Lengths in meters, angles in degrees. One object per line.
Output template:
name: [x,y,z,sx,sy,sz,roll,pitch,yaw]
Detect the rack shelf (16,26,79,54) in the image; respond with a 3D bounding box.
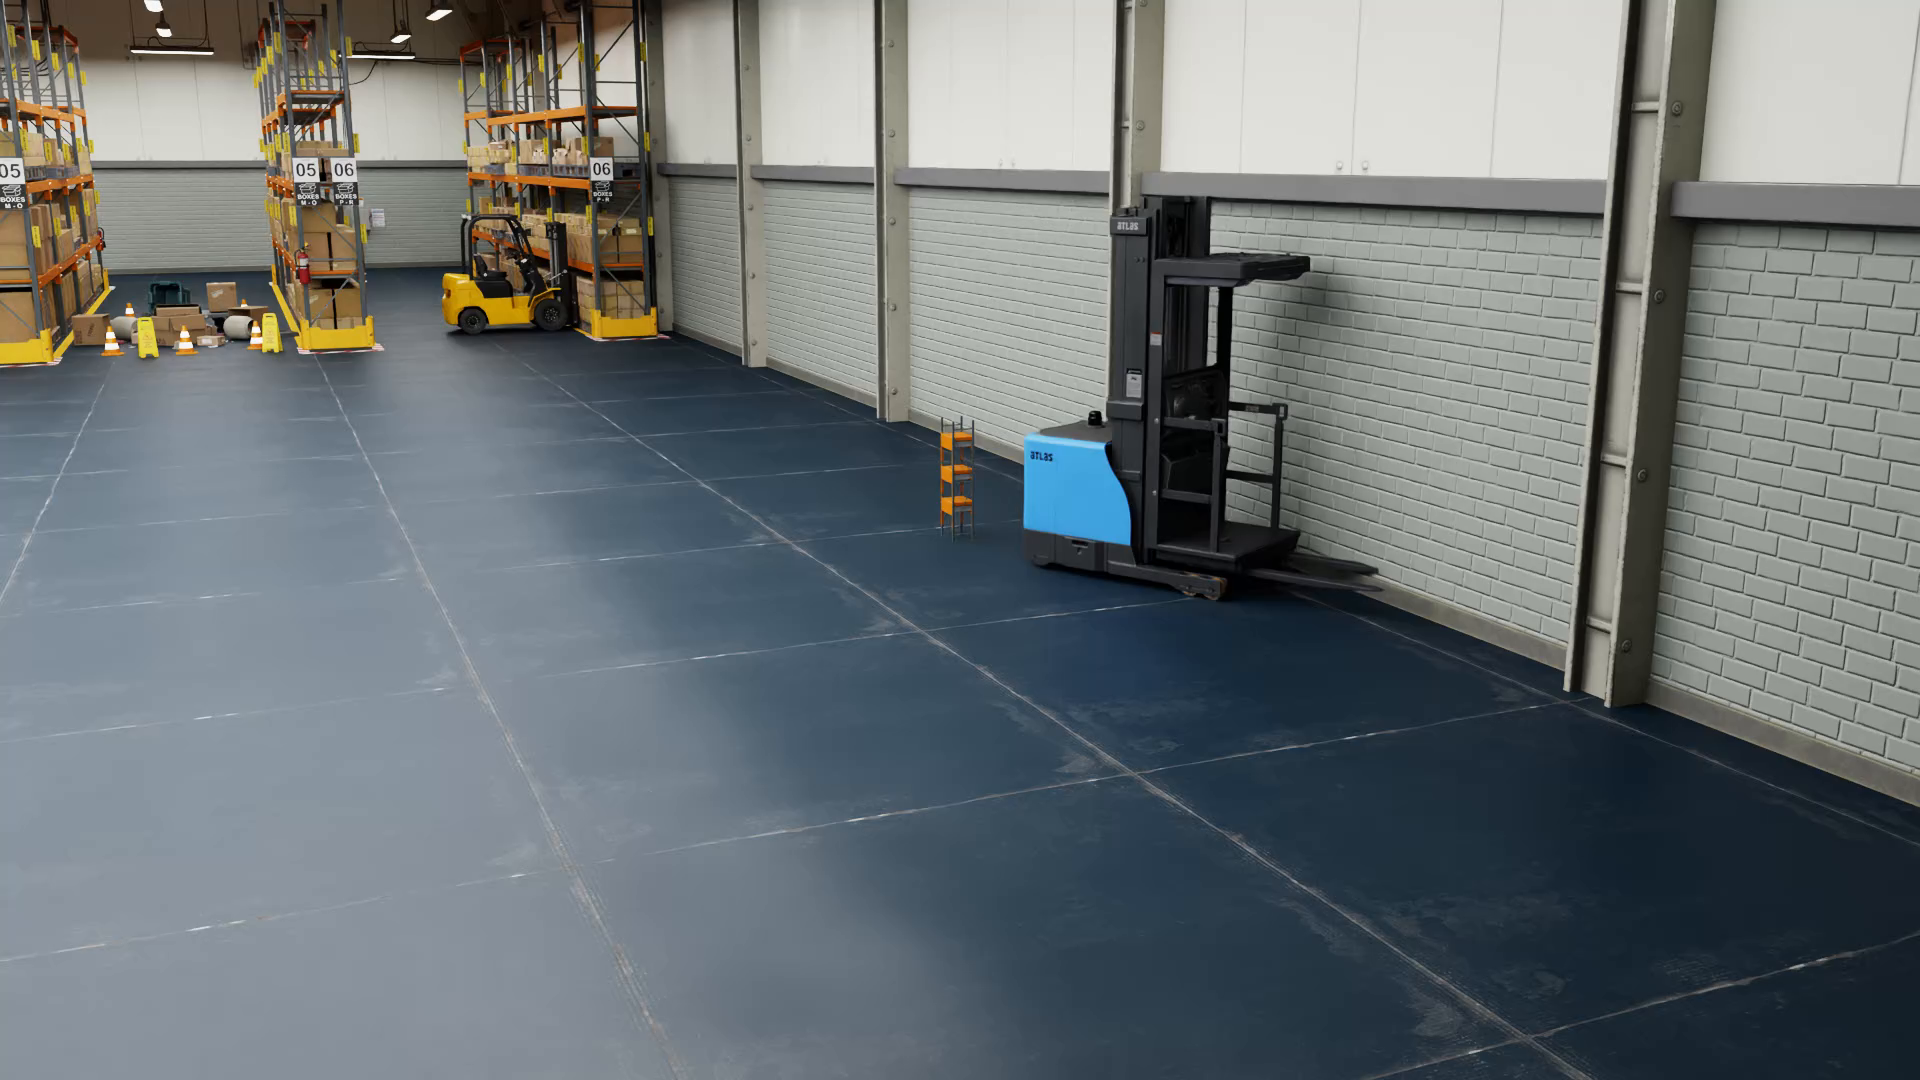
rack shelf: [-20.837,-11.405,37.916,1.077,0.370,4.000,-6,14,-23]

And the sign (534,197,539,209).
sign: [-10.487,-8.333,41.153,0.100,0.325,0.005,-6,14,-23]

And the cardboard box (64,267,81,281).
cardboard box: [-18.488,-5.491,34.390,0.500,0.250,0.500,-6,14,-26]

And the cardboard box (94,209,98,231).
cardboard box: [-21.222,-7.751,40.326,0.500,0.500,0.500,-5,14,-22]

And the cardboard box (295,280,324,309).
cardboard box: [-12.122,-4.590,31.054,0.500,0.500,0.500,-5,14,-21]

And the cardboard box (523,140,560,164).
cardboard box: [-9.031,-8.388,35.931,0.700,0.500,0.500,-6,14,-24]

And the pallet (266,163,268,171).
pallet: [-16.836,-9.361,41.707,1.003,0.211,1.213,-6,14,-23]

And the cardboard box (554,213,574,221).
cardboard box: [-7.934,-6.482,33.404,0.380,0.149,0.250,-5,14,-22]

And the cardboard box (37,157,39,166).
cardboard box: [-15.881,-6.431,28.254,0.380,0.149,0.250,-6,14,-23]

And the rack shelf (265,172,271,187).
rack shelf: [-16.342,-8.793,40.651,1.077,0.370,4.000,-6,14,-23]

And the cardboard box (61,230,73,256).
cardboard box: [-17.809,-5.851,32.776,0.500,0.500,0.500,-6,14,-23]

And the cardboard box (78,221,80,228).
cardboard box: [-19.696,-6.963,36.770,0.380,0.149,0.250,-5,14,-21]

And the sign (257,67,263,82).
sign: [-16.059,-10.678,38.129,0.100,0.325,0.005,-6,14,-23]

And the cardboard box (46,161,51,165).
cardboard box: [-17.155,-7.053,30.943,0.380,0.149,0.250,-6,14,-23]

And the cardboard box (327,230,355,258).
cardboard box: [-10.880,-5.213,29.358,0.500,0.500,0.500,-5,14,-21]

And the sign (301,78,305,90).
sign: [-16.640,-11.557,42.102,0.100,0.325,0.005,-6,14,-23]

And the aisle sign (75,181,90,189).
aisle sign: [-21.393,-8.936,40.561,0.394,0.787,0.004,-6,14,-23]

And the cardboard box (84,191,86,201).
cardboard box: [-20.215,-7.702,37.898,0.500,0.500,0.500,-6,14,-25]

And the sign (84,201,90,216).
sign: [-19.529,-7.416,37.190,0.100,0.325,0.005,-6,14,-23]

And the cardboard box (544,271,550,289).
cardboard box: [-8.313,-5.380,35.300,0.875,0.625,0.625,-6,14,-24]

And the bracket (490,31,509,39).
bracket: [-11.971,-13.205,43.486,0.076,0.066,4.783,-6,14,-23]

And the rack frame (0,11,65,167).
rack frame: [-18.434,-8.897,32.854,1.000,3.000,0.127,-6,14,-23]

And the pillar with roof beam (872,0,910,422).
pillar with roof beam: [-4.778,-5.518,18.256,9.100,9.000,0.400,-6,14,-23]

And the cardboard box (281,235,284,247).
cardboard box: [-14.379,-6.450,35.919,0.500,0.250,0.500,-6,14,-25]

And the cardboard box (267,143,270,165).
cardboard box: [-15.454,-8.775,37.826,0.500,0.500,0.500,-6,14,-24]

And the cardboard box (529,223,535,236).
cardboard box: [-9.046,-6.735,36.040,0.500,0.250,0.500,-6,14,-24]

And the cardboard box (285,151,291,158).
cardboard box: [-11.785,-6.874,29.554,0.380,0.149,0.250,-5,14,-22]

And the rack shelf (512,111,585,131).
rack shelf: [-8.591,-8.855,35.157,1.077,0.370,4.000,-6,14,-23]

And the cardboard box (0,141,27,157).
cardboard box: [-15.187,-6.231,26.506,0.500,0.250,0.500,-6,14,-23]

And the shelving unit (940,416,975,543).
shelving unit: [-0.021,-0.523,14.299,0.215,1.050,0.252,-6,14,-23]

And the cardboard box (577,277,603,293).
cardboard box: [-7.079,-4.866,31.691,0.500,0.250,0.500,-5,14,-22]

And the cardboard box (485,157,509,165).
cardboard box: [-11.417,-9.328,41.041,0.500,0.250,0.500,-6,14,-23]

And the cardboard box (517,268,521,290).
cardboard box: [-9.949,-6.050,38.472,0.500,0.500,0.500,-6,14,-24]

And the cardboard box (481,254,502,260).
cardboard box: [-12.132,-7.216,43.507,0.700,0.500,0.500,-5,14,-21]

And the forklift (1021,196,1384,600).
forklift: [1.981,-1.114,12.681,3.031,2.935,1.130,10,16,36]

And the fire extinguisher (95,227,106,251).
fire extinguisher: [-21.316,-7.501,41.127,0.296,0.674,0.183,-6,14,-23]

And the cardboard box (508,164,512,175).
cardboard box: [-10.022,-8.467,37.983,0.500,0.250,0.500,-6,14,-23]

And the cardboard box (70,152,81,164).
cardboard box: [-20.009,-8.554,37.246,0.500,0.250,0.500,-5,14,-21]

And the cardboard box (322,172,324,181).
cardboard box: [-11.063,-6.434,29.420,0.380,0.149,0.250,-6,14,-25]

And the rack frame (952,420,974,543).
rack frame: [0.027,-0.497,14.190,0.200,1.050,0.008,-6,14,-23]

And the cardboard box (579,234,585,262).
cardboard box: [-6.825,-5.473,31.144,0.500,0.500,0.500,-5,14,-21]

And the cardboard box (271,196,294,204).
cardboard box: [-15.983,-7.877,39.312,0.500,0.500,0.500,-6,14,-23]

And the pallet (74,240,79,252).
pallet: [-18.817,-6.018,34.146,1.213,0.211,1.003,-6,14,-23]

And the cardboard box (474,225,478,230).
cardboard box: [-12.716,-8.329,44.262,0.380,0.149,0.250,-6,14,-23]

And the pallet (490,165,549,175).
pallet: [-10.379,-8.732,39.212,1.213,0.211,1.003,-6,14,-23]

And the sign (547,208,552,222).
sign: [-8.283,-6.539,33.580,0.100,0.325,0.005,-6,14,-23]

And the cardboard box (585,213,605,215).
cardboard box: [-7.323,-6.480,33.397,0.380,0.149,0.250,-6,14,-24]

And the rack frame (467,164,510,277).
rack frame: [-12.597,-8.544,44.634,1.000,3.000,0.127,-6,14,-23]
